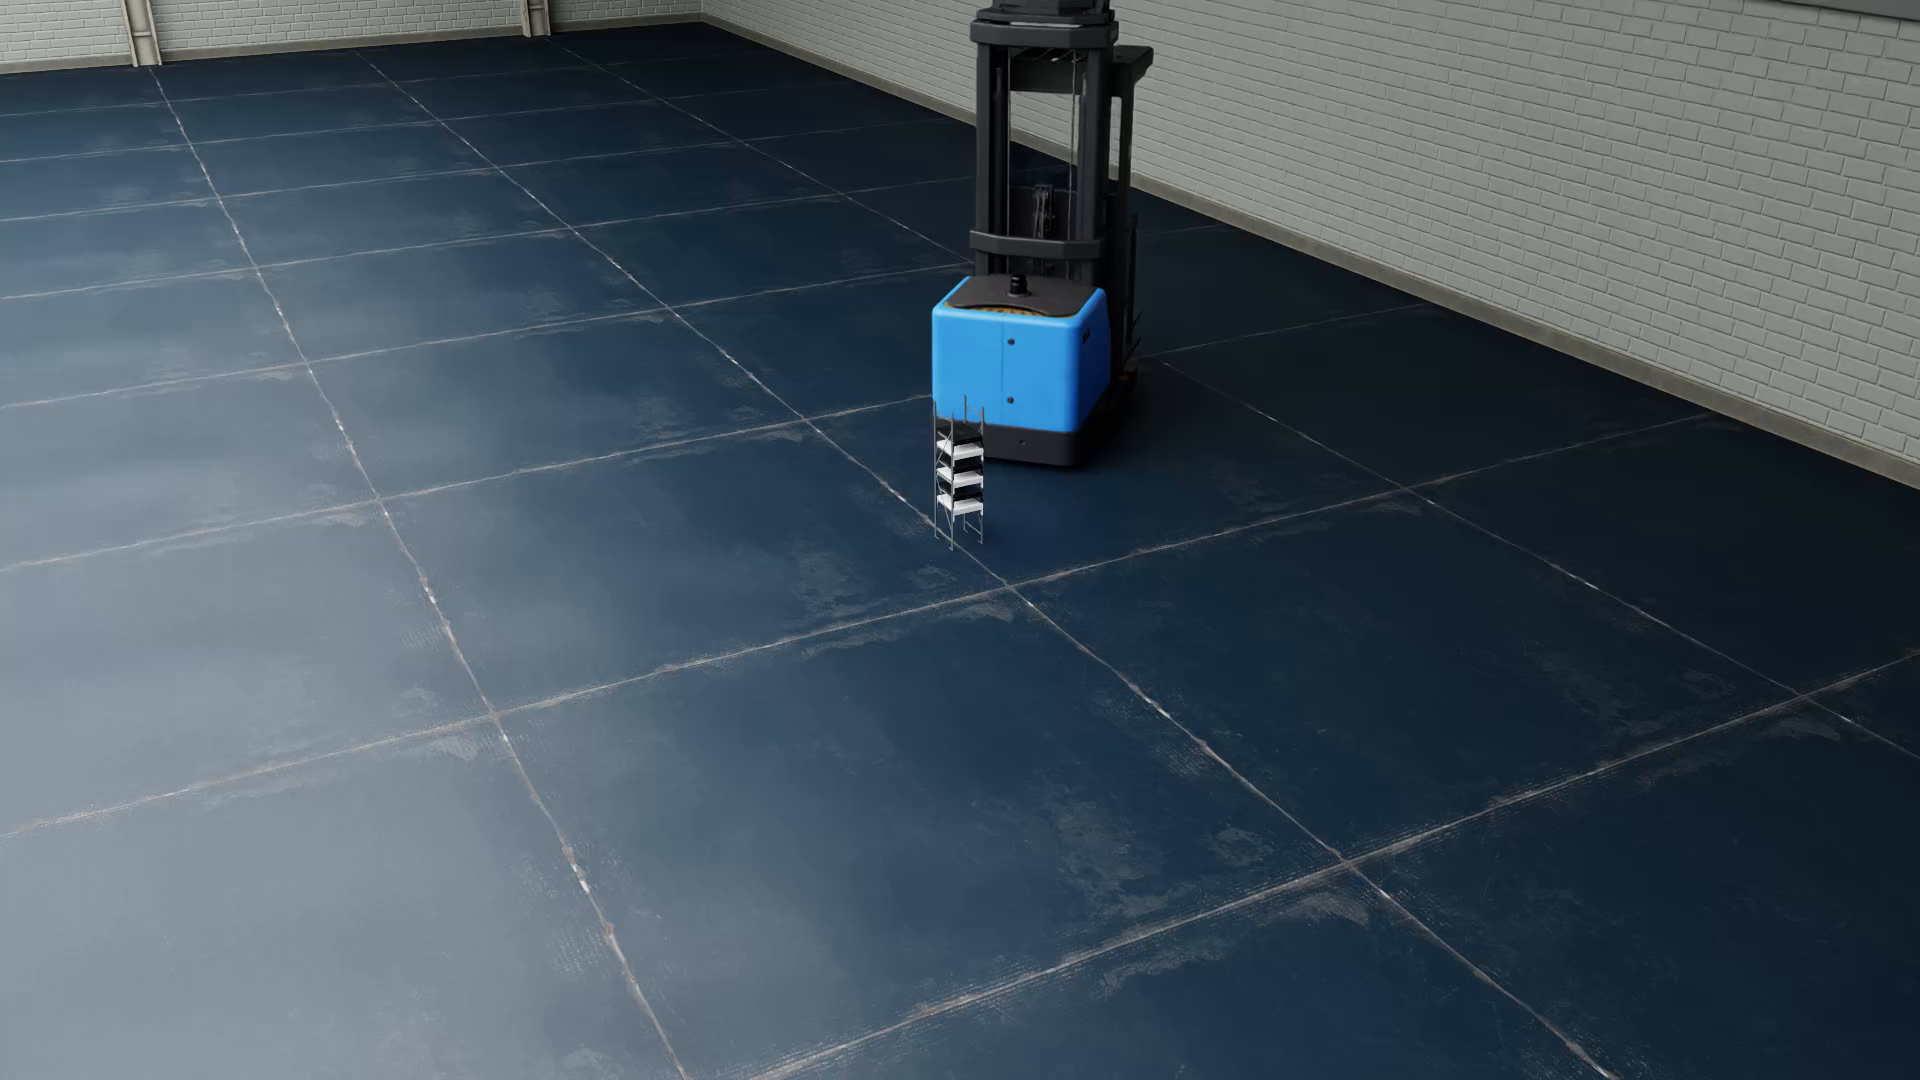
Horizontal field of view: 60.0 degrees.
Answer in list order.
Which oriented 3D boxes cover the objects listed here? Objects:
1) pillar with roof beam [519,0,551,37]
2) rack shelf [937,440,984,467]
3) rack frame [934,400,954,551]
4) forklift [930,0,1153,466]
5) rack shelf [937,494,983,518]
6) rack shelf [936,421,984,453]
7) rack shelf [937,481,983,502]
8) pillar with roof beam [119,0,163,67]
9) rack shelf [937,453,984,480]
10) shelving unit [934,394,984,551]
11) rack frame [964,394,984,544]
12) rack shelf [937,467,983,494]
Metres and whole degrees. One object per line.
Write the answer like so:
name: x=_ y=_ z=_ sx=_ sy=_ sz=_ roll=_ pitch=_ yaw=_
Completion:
pillar with roof beam: x=-5.075 y=-10.893 z=22.542 sx=0.400 sy=9.000 sz=9.100 roll=-13 pitch=29 yaw=-25
rack shelf: x=-0.007 y=-0.536 z=9.988 sx=0.200 sy=0.077 sz=0.258 roll=-13 pitch=29 yaw=-25
rack frame: x=-0.097 y=-0.383 z=10.009 sx=0.006 sy=0.900 sz=0.240 roll=-13 pitch=29 yaw=-25
forklift: x=0.720 y=-2.431 z=11.928 sx=1.130 sy=2.935 sz=3.031 roll=8 pitch=27 yaw=15
rack shelf: x=-0.007 y=-0.212 z=10.144 sx=0.200 sy=0.077 sz=0.258 roll=-13 pitch=29 yaw=-25
rack shelf: x=-0.007 y=-0.617 z=9.949 sx=0.200 sy=0.077 sz=0.258 roll=-13 pitch=29 yaw=-25
rack shelf: x=-0.007 y=-0.293 z=10.105 sx=0.200 sy=0.077 sz=0.258 roll=-13 pitch=29 yaw=-25
pillar with roof beam: x=-10.369 y=-9.671 z=19.997 sx=0.400 sy=9.000 sz=9.100 roll=-13 pitch=29 yaw=-25
rack shelf: x=-0.007 y=-0.455 z=10.027 sx=0.200 sy=0.077 sz=0.258 roll=-13 pitch=29 yaw=-25
shelving unit: x=-0.007 y=-0.404 z=10.052 sx=0.210 sy=0.900 sz=0.258 roll=-13 pitch=29 yaw=-25
rack frame: x=0.083 y=-0.425 z=10.095 sx=0.006 sy=0.900 sz=0.240 roll=-13 pitch=29 yaw=-25
rack shelf: x=-0.007 y=-0.374 z=10.066 sx=0.200 sy=0.077 sz=0.258 roll=-13 pitch=29 yaw=-25
